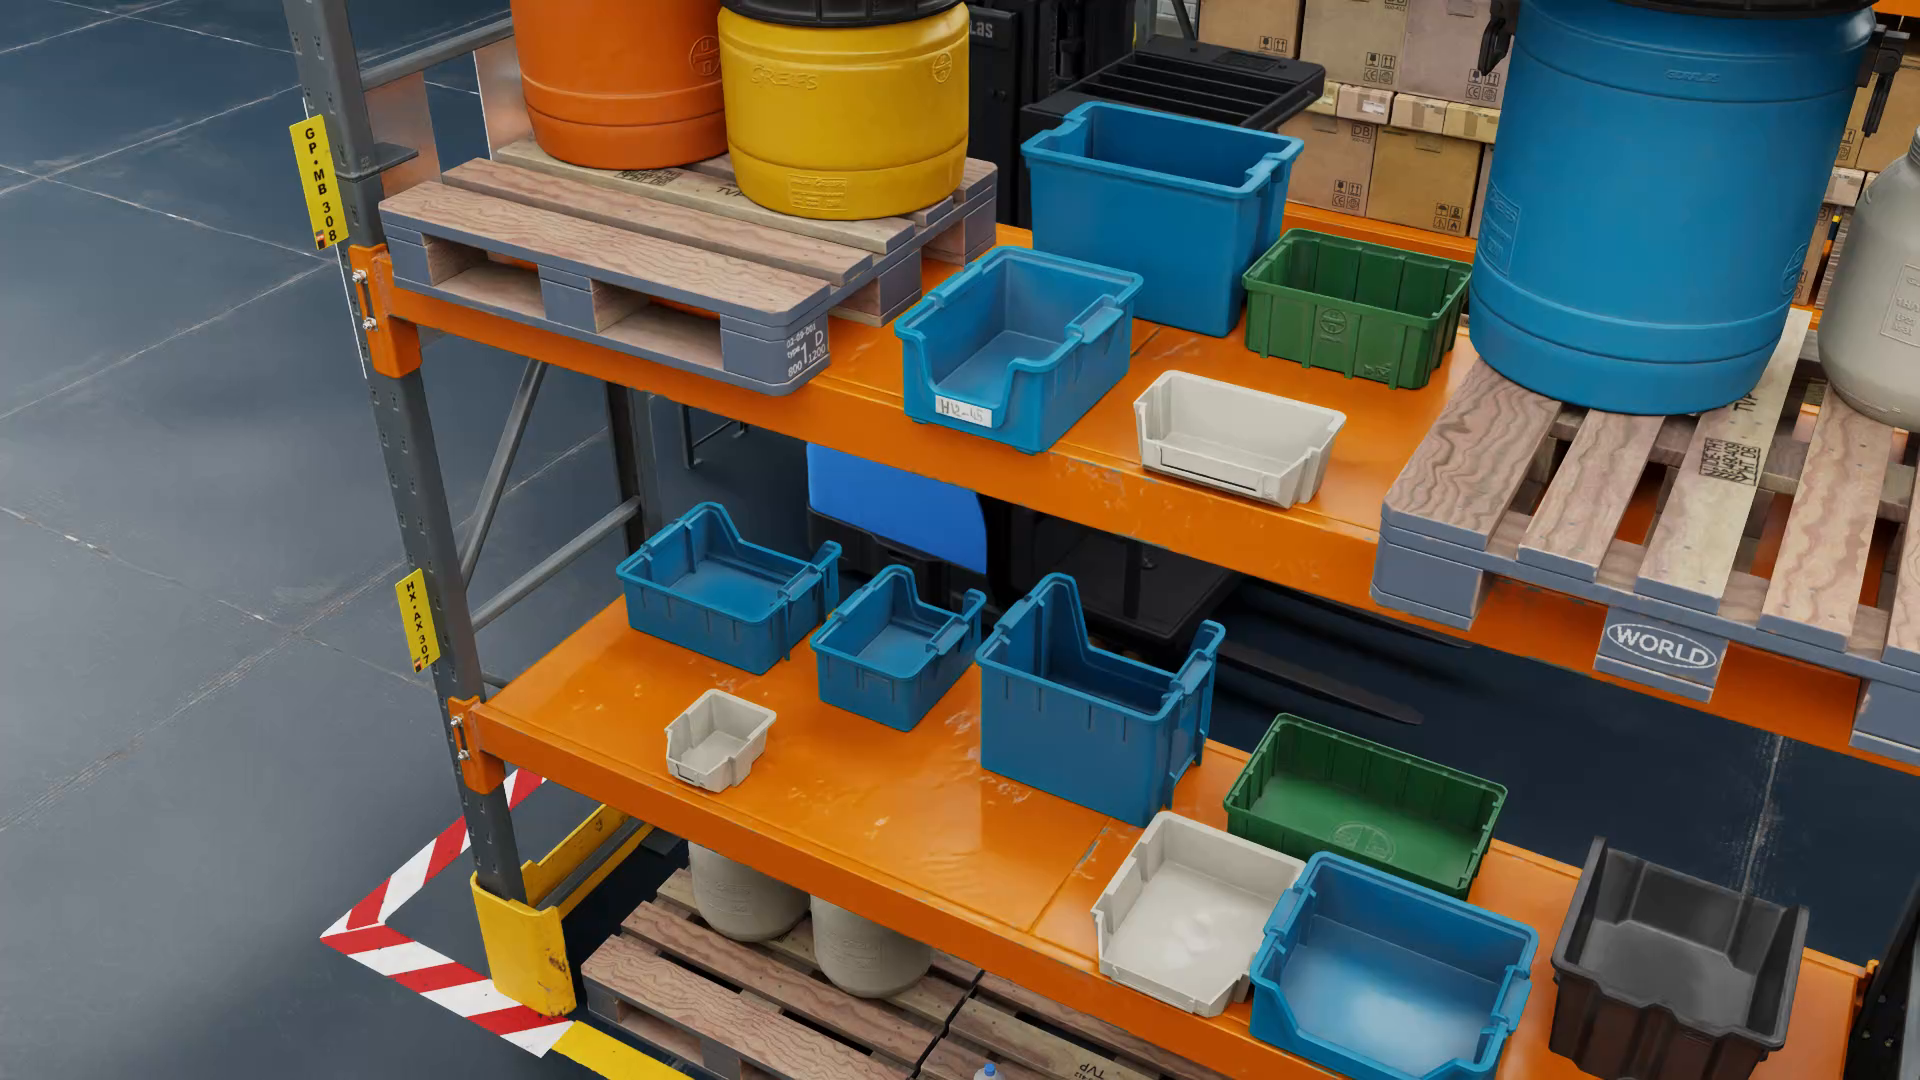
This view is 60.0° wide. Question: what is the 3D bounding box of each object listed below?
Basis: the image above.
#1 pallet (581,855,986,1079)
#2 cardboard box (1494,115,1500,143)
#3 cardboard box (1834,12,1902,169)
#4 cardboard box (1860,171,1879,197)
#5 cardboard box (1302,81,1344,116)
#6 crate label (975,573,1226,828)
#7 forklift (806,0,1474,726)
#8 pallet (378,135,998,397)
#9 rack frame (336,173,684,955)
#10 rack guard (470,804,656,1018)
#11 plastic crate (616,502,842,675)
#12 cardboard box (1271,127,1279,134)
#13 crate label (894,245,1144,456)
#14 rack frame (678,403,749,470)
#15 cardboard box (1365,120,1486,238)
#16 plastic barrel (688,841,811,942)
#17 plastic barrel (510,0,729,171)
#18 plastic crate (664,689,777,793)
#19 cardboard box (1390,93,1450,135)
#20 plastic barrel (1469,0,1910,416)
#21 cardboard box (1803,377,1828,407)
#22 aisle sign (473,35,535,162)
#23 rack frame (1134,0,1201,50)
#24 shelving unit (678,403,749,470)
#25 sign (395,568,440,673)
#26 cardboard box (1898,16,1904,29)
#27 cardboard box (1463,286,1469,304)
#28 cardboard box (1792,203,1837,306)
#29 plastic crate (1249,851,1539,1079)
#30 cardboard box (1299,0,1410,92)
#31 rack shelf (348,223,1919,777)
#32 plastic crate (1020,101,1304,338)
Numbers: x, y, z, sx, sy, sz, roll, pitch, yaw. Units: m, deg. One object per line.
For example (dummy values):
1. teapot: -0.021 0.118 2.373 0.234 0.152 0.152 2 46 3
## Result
1. pallet: -0.538 1.478 5.840 1.213 0.211 1.003 18 37 24
2. cardboard box: 2.699 -1.966 7.821 0.250 0.149 0.380 18 38 25
3. cardboard box: 3.776 -2.028 7.329 0.500 0.500 0.700 17 37 24
4. cardboard box: 4.048 -1.542 7.183 0.250 0.149 0.380 17 37 23
5. cardboard box: 1.812 -2.249 8.245 0.250 0.149 0.380 18 38 25
6. crate label: 0.402 0.455 4.829 0.616 0.435 0.502 18 37 24
7. forklift: 0.777 -0.902 6.960 3.031 2.935 1.130 20 39 27
8. pallet: -0.660 -0.802 4.212 1.213 0.211 1.003 18 37 24
9. rack frame: -1.330 0.093 5.404 0.127 3.000 1.000 18 37 24
10. rack guard: -1.240 1.132 6.099 0.348 0.500 1.175 18 37 24
11. plastic crate: -0.747 0.149 5.454 0.616 0.251 0.499 18 37 24
12. cardboard box: 1.530 -2.196 8.752 0.500 0.500 0.700 18 37 24
13. crate label: 0.131 -0.420 3.602 0.408 0.251 0.502 18 37 24
14. rack frame: -1.311 -1.117 8.574 0.032 1.500 0.500 20 39 27
15. cardboard box: 2.417 -1.915 8.329 0.500 0.500 0.700 18 38 25
16. plastic barrel: -0.720 1.098 5.760 0.421 0.512 0.421 0 34 0
17. plastic barrel: -0.845 -1.436 4.228 0.708 0.830 0.600 18 37 24
18. plastic crate: -0.712 0.604 4.875 0.250 0.136 0.298 18 37 24
19. cardboard box: 2.262 -2.106 8.031 0.250 0.149 0.380 16 37 23
20. plastic barrel: 1.332 -0.764 3.153 0.708 0.901 0.600 18 37 24
21. cardboard box: 4.357 -0.810 8.185 0.500 0.500 0.500 18 37 24
22. aisle sign: -1.245 -1.151 4.927 0.004 0.787 0.394 18 37 24
23. rack frame: 1.131 -2.289 8.982 0.127 3.000 1.000 18 37 24
24. shelving unit: -0.886 -0.962 8.341 1.048 1.500 0.538 20 39 27
25. sign: -1.607 0.242 4.931 0.005 0.325 0.100 18 37 24
26. cardboard box: 6.497 -3.504 10.924 0.500 0.250 0.500 18 38 25
27. cardboard box: 2.362 -1.109 8.635 0.500 0.500 0.500 18 37 24
28. cardboard box: 3.755 -1.492 7.694 0.500 0.500 0.700 17 37 24
29. plastic crate: 1.048 1.082 4.054 0.616 0.251 0.499 18 37 24
30. cardboard box: 2.035 -2.580 8.157 0.500 0.500 0.700 17 37 23
31. rack shelf: 0.407 -0.306 3.946 4.000 0.370 1.077 18 37 24
32. plastic crate: 0.475 -0.769 4.007 0.575 0.384 0.392 18 37 24
